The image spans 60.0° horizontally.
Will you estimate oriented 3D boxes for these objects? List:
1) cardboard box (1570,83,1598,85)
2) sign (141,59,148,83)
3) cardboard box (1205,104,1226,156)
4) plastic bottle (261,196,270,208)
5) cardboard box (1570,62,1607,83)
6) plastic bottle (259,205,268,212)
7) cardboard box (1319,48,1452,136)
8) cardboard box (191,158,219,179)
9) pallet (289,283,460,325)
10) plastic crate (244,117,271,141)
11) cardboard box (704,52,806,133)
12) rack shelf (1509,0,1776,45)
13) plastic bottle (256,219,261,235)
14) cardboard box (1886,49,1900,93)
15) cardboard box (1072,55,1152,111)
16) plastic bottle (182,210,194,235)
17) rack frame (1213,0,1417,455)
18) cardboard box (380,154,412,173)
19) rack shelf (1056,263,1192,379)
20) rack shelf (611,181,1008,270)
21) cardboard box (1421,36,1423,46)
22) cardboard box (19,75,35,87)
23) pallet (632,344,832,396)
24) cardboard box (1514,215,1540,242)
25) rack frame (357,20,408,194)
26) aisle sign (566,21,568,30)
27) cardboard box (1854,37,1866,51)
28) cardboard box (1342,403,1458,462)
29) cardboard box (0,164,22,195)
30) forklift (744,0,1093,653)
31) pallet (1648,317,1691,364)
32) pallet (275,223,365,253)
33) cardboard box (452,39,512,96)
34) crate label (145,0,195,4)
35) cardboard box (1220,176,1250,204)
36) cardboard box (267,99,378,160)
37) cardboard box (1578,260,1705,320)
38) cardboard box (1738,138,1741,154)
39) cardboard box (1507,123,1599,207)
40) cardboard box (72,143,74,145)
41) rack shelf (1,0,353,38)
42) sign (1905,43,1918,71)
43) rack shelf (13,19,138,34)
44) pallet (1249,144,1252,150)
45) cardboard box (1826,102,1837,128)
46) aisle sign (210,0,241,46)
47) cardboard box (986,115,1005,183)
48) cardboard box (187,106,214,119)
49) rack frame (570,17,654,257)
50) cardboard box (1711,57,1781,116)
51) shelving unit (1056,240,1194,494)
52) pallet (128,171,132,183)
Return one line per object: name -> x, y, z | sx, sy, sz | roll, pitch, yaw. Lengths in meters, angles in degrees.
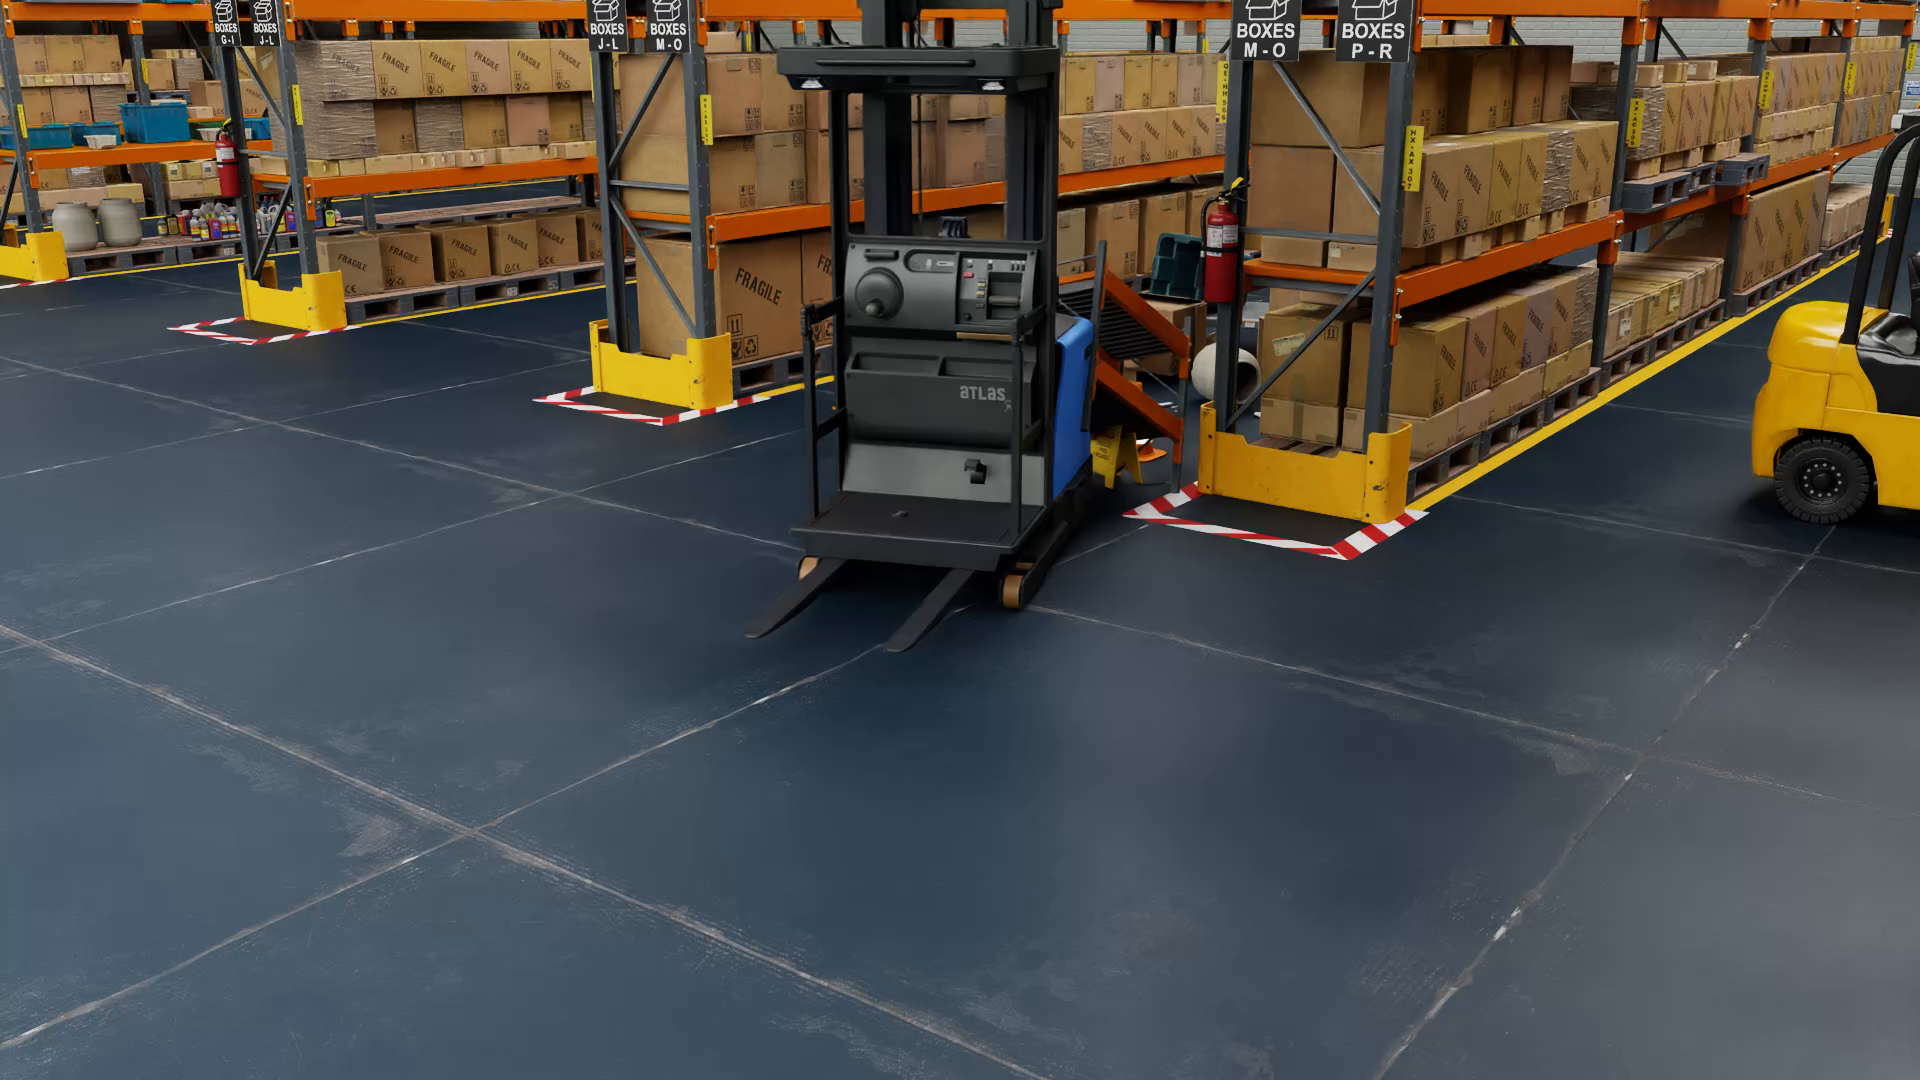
cardboard box -> 4.649, -3.249, 12.769 | 0.500, 0.500, 0.500 | 13, 21, 35
sign -> -11.202, -6.445, 22.848 | 0.100, 0.325, 0.005 | 12, 21, 35
cardboard box -> 2.559, -4.286, 17.318 | 0.500, 0.500, 0.500 | 12, 21, 35
plastic bottle -> -8.487, -4.042, 20.426 | 0.144, 0.351, 0.185 | 13, 22, 36
cardboard box -> 4.757, -3.606, 12.825 | 0.380, 0.149, 0.250 | 12, 21, 33
plastic bottle -> -8.477, -3.948, 20.258 | 0.097, 0.271, 0.097 | 0, 17, 0
cardboard box -> 2.538, -2.723, 10.099 | 0.700, 0.500, 0.500 | 12, 21, 34
cardboard box -> -10.900, -5.420, 24.122 | 0.500, 0.311, 0.500 | 12, 21, 34
pallet -> -5.521, -2.261, 15.670 | 1.003, 0.211, 1.213 | 12, 21, 35
plastic crate -> -8.114, -4.833, 19.500 | 0.499, 0.251, 0.616 | 12, 21, 35
cardboard box -> -1.650, -3.303, 12.250 | 0.875, 0.550, 0.550 | 12, 21, 35
rack shelf -> 5.455, -4.155, 13.220 | 1.077, 0.370, 4.000 | 12, 21, 35
plastic bottle -> -8.280, -3.692, 19.550 | 0.097, 0.201, 0.097 | 0, 17, 0
cardboard box -> 11.030, -5.686, 20.142 | 0.500, 0.500, 0.500 | 13, 21, 35
cardboard box -> 1.427, -4.448, 16.154 | 0.700, 0.500, 0.500 | 12, 21, 34
plastic bottle -> -9.056, -3.727, 19.527 | 0.061, 0.283, 0.133 | 12, 21, 35
rack frame -> 1.880, -1.637, 8.956 | 1.000, 3.000, 0.127 | 12, 21, 35
cardboard box -> -5.260, -3.470, 15.283 | 0.380, 0.149, 0.250 | 12, 21, 35
rack shelf -> 0.865, -1.215, 9.619 | 0.538, 0.278, 1.000 | -6, -22, 35
rack shelf -> -0.964, -2.620, 13.336 | 1.077, 0.370, 4.000 | 12, 21, 35
cardboard box -> 5.459, -6.077, 20.899 | 0.500, 0.500, 0.500 | 13, 22, 36
cardboard box -> -12.397, -6.045, 21.889 | 0.380, 0.149, 0.250 | 13, 22, 36
pallet -> -1.742, -1.360, 12.767 | 1.003, 0.211, 1.213 | 12, 21, 35
cardboard box -> 3.413, -1.973, 10.463 | 0.380, 0.149, 0.250 | 13, 21, 35
rack frame -> -9.265, -7.045, 26.371 | 1.000, 3.000, 0.127 | 12, 21, 35
aisle sign -> -8.196, -11.030, 34.822 | 0.394, 0.787, 0.004 | 12, 21, 35
cardboard box -> 9.882, -5.540, 18.577 | 0.380, 0.149, 0.250 | 12, 21, 34
cardboard box -> 2.583, -0.667, 9.763 | 0.500, 0.250, 0.500 | 12, 21, 34
cardboard box -> -12.638, -4.830, 21.903 | 0.500, 0.500, 0.500 | 12, 21, 35
forklift -> -0.150, -1.205, 7.680 | 1.130, 2.935, 3.031 | 5, 18, 15
pallet -> 5.453, -1.735, 13.975 | 1.003, 0.211, 1.213 | 12, 21, 35
pallet -> -8.107, -3.731, 20.404 | 1.003, 0.211, 1.213 | 12, 21, 35
cardboard box -> -4.639, -4.495, 15.806 | 0.500, 0.500, 0.500 | 12, 21, 35
crate label -> -8.676, -6.012, 18.238 | 0.502, 0.251, 0.408 | 12, 21, 35
cardboard box -> 3.217, -3.879, 18.420 | 0.500, 0.250, 0.500 | 11, 21, 32
cardboard box -> -5.729, -3.704, 14.943 | 0.875, 0.500, 0.500 | 12, 21, 35
cardboard box -> 5.869, -2.178, 14.421 | 0.950, 0.372, 0.625 | 12, 21, 34
cardboard box -> 6.539, -3.426, 14.435 | 0.380, 0.149, 0.250 | 13, 21, 36
cardboard box -> 3.897, -2.506, 11.084 | 0.500, 0.500, 0.500 | 13, 22, 37
cardboard box -> -14.937, -6.293, 27.423 | 0.700, 0.500, 0.500 | 12, 21, 34
rack shelf -> -8.865, -5.828, 18.609 | 1.077, 0.370, 4.000 | 12, 21, 35
sign -> 11.841, -6.014, 20.702 | 0.100, 0.325, 0.005 | 12, 21, 35
rack shelf -> -12.840, -6.705, 21.431 | 1.077, 0.370, 4.000 | 12, 21, 35
pallet -> 2.950, -4.490, 18.467 | 1.213, 0.211, 1.003 | 12, 21, 35
cardboard box -> 8.963, -4.514, 17.632 | 0.500, 0.250, 0.500 | 12, 21, 35
aisle sign -> -6.356, -4.668, 14.333 | 0.394, 0.787, 0.004 | 12, 21, 35
cardboard box -> 0.018, -3.422, 14.451 | 0.875, 0.550, 0.550 | 12, 21, 35
cardboard box -> -10.957, -6.147, 23.904 | 0.380, 0.149, 0.250 | 12, 21, 35
rack frame -> -3.695, -4.341, 17.663 | 1.000, 3.000, 0.127 | 12, 21, 35
cardboard box -> 7.137, -4.142, 15.168 | 0.500, 0.500, 0.500 | 12, 21, 33
shelving unit -> 0.832, -0.938, 9.531 | 0.538, 1.125, 1.048 | -6, -22, 35
pallet -> -14.440, -6.112, 28.070 | 1.003, 0.211, 1.213 | 12, 21, 35
